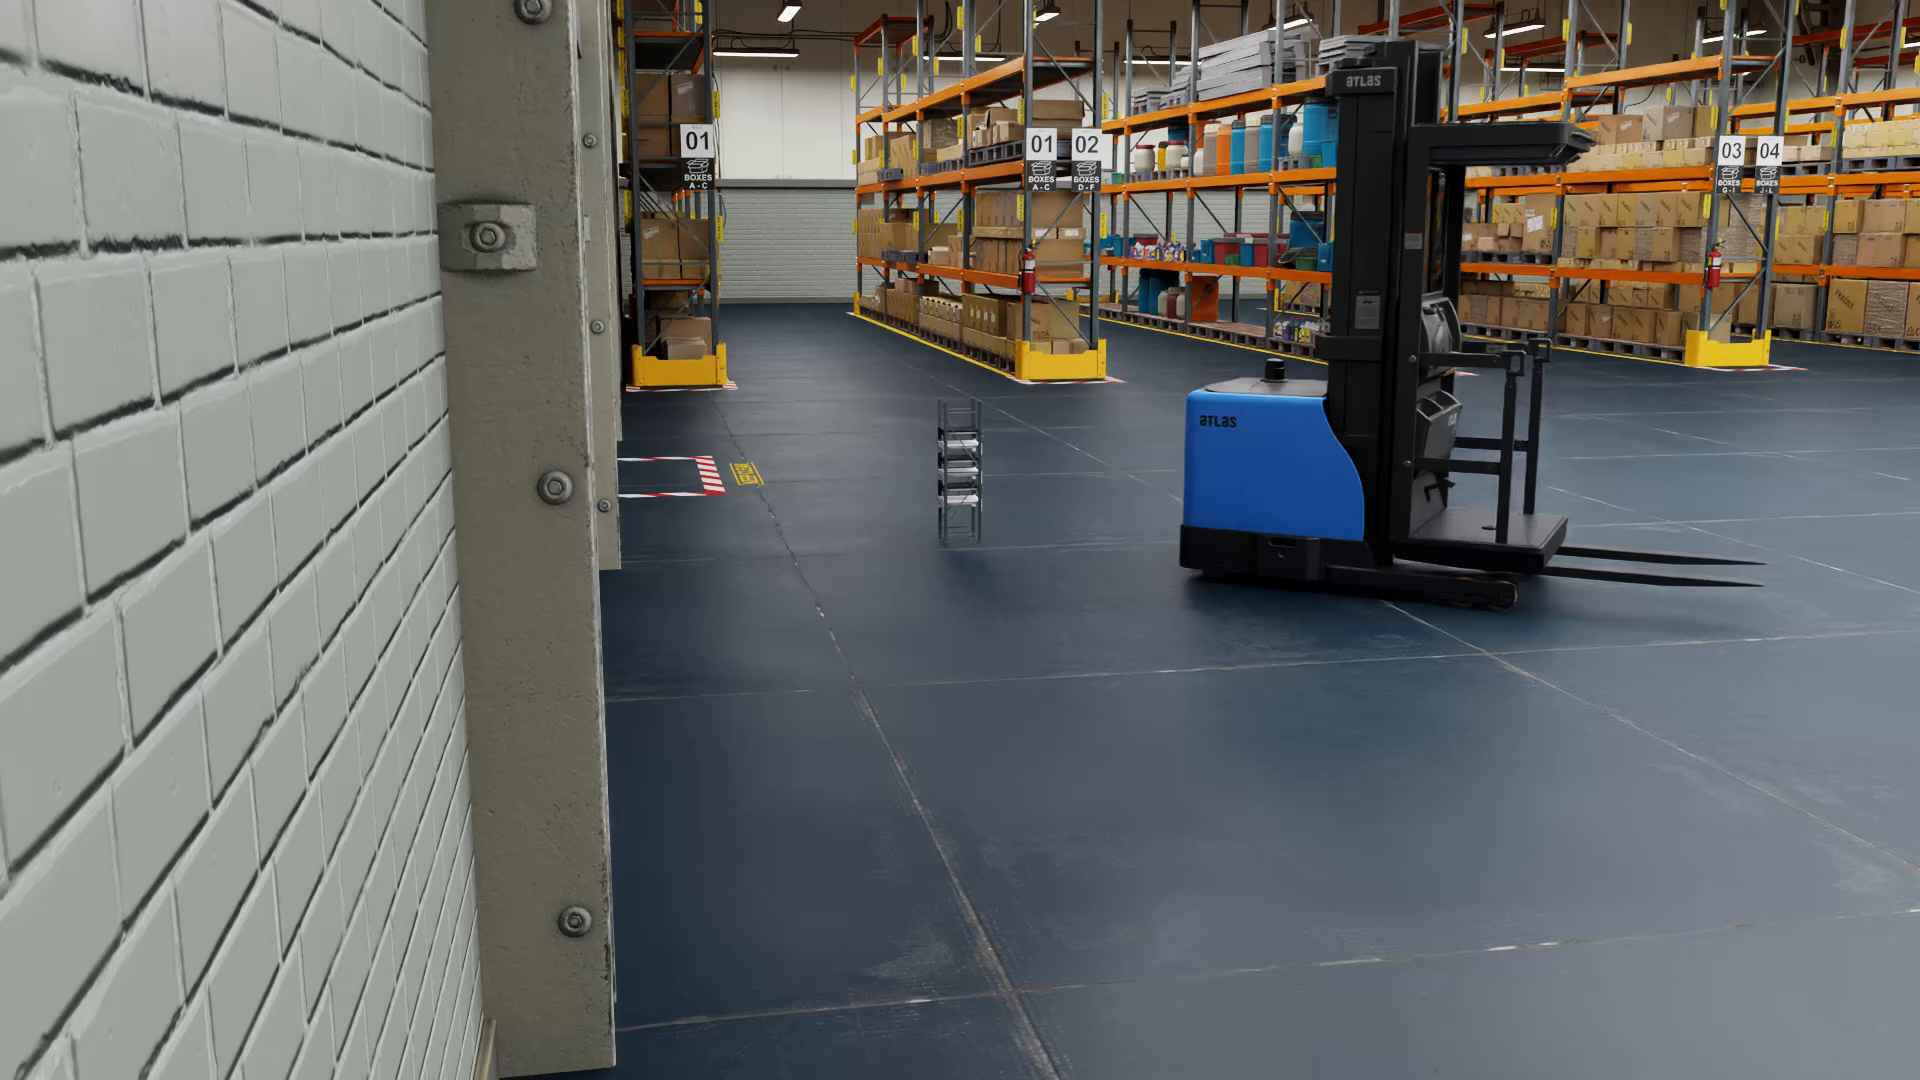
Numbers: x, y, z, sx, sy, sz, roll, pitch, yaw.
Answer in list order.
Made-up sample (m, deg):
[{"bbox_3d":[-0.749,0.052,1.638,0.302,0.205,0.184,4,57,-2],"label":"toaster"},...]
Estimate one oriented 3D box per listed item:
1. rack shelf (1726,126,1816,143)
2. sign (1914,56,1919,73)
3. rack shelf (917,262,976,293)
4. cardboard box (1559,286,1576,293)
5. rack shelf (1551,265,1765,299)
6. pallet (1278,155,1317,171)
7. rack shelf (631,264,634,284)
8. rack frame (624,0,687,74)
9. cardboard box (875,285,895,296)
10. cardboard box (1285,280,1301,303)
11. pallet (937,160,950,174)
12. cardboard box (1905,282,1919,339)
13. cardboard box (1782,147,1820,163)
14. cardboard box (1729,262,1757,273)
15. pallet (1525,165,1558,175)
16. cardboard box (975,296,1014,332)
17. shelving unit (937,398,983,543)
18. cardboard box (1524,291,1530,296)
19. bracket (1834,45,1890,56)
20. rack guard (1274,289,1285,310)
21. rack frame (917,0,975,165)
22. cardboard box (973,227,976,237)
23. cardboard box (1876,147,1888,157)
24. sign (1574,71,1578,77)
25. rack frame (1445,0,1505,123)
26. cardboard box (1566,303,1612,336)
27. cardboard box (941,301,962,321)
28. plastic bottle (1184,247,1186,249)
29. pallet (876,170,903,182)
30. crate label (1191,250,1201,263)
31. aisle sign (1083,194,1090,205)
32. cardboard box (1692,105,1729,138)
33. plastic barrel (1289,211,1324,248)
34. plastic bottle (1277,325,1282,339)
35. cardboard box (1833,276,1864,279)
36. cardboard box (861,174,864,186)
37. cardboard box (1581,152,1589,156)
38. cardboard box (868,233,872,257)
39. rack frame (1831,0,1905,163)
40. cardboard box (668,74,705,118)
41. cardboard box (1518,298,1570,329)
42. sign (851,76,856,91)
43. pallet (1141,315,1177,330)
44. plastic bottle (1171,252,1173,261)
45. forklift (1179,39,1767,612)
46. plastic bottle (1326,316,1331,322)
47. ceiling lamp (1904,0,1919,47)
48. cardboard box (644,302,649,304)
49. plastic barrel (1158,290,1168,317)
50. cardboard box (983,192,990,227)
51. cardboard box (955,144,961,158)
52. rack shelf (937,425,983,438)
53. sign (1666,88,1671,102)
[{"bbox_3d":[18.036,-9.303,38.499,1.077,0.370,4.000,-2,11,-11],"label":"rack shelf"},{"bbox_3d":[18.659,-9.268,32.401,0.100,0.325,0.005,-2,11,-11],"label":"sign"},{"bbox_3d":[0.153,-4.365,27.531,1.077,0.370,4.000,-2,11,-11],"label":"rack shelf"},{"bbox_3d":[13.264,-5.494,36.449,0.380,0.149,0.250,-2,11,-9],"label":"cardboard box"},{"bbox_3d":[10.649,-3.991,25.565,1.077,0.370,4.000,-2,11,-11],"label":"rack shelf"},{"bbox_3d":[5.637,-5.783,25.540,1.213,0.211,1.003,-2,11,-11],"label":"pallet"},{"bbox_3d":[-4.706,-4.184,26.581,1.077,0.370,4.000,-2,11,-11],"label":"rack shelf"},{"bbox_3d":[-5.094,-7.851,27.880,1.000,3.000,0.127,-2,11,-11],"label":"rack frame"},{"bbox_3d":[-1.385,-5.153,35.247,0.797,0.503,0.637,-2,11,-11],"label":"cardboard box"},{"bbox_3d":[8.129,-5.960,38.547,0.875,0.875,0.875,-2,11,-11],"label":"cardboard box"},{"bbox_3d":[0.204,-6.140,27.414,1.003,0.211,1.213,-2,11,-8],"label":"pallet"},{"bbox_3d":[15.553,-3.585,26.069,0.875,0.875,0.875,-2,11,-12],"label":"cardboard box"},{"bbox_3d":[14.689,-6.747,29.108,0.500,0.250,0.500,-2,11,-11],"label":"cardboard box"},{"bbox_3d":[11.216,-3.915,23.915,0.380,0.149,0.250,-2,11,-11],"label":"cardboard box"},{"bbox_3d":[10.244,-6.209,27.778,1.213,0.211,1.003,-2,11,-11],"label":"pallet"},{"bbox_3d":[0.520,-3.296,24.214,0.500,0.500,0.500,-2,11,-11],"label":"cardboard box"},{"bbox_3d":[-0.002,-0.444,10.620,0.258,0.900,0.210,-2,11,-11],"label":"shelving unit"},{"bbox_3d":[13.028,-5.581,37.704,0.380,0.149,0.250,-3,11,-14],"label":"cardboard box"},{"bbox_3d":[23.111,-12.131,40.740,0.076,0.066,4.783,-2,11,-11],"label":"bracket"},{"bbox_3d":[7.921,-5.688,39.246,1.175,0.500,0.348,-2,11,-11],"label":"rack guard"},{"bbox_3d":[-0.236,-8.032,28.830,1.000,3.000,0.127,-2,11,-11],"label":"rack frame"},{"bbox_3d":[0.404,-4.663,25.170,0.380,0.149,0.250,-2,11,-11],"label":"cardboard box"},{"bbox_3d":[15.030,-6.260,26.823,0.380,0.149,0.250,-2,11,-12],"label":"cardboard box"},{"bbox_3d":[13.053,-9.769,35.243,0.100,0.325,0.005,-2,11,-11],"label":"sign"},{"bbox_3d":[9.482,-8.392,30.719,1.000,3.000,0.127,-2,11,-11],"label":"rack frame"},{"bbox_3d":[10.298,-3.615,27.227,0.500,0.500,0.500,-2,11,-13],"label":"cardboard box"},{"bbox_3d":[-0.020,-3.733,27.019,0.500,0.311,0.500,-2,11,-11],"label":"cardboard box"},{"bbox_3d":[4.480,-5.650,32.690,0.152,0.276,0.135,-2,11,-11],"label":"plastic bottle"},{"bbox_3d":[-0.956,-7.078,32.340,1.213,0.211,1.003,-2,11,-11],"label":"pallet"},{"bbox_3d":[4.338,-5.091,29.872,0.303,0.233,0.416,-2,11,-11],"label":"crate label"},{"bbox_3d":[2.762,-8.011,37.812,0.394,0.787,0.004,-2,11,-11],"label":"aisle sign"},{"bbox_3d":[11.014,-6.174,24.689,0.500,0.500,0.500,-2,11,-11],"label":"cardboard box"},{"bbox_3d":[5.623,-4.859,26.862,0.600,0.901,0.708,-2,11,-11],"label":"plastic barrel"},{"bbox_3d":[5.053,-3.279,26.211,0.097,0.201,0.097,0,11,0],"label":"plastic bottle"},{"bbox_3d":[18.980,-5.261,34.874,0.875,0.875,0.875,-2,11,-10],"label":"cardboard box"},{"bbox_3d":[-1.857,-7.757,35.805,0.500,0.250,0.500,-2,11,-11],"label":"cardboard box"},{"bbox_3d":[10.139,-6.190,26.506,0.380,0.149,0.250,-3,11,-14],"label":"cardboard box"},{"bbox_3d":[-1.669,-6.232,35.150,0.500,0.500,0.500,-2,11,-10],"label":"cardboard box"},{"bbox_3d":[15.145,-7.820,27.715,1.000,3.000,0.127,-2,11,-11],"label":"rack frame"},{"bbox_3d":[-3.375,-5.540,20.764,0.500,0.500,0.500,-3,11,-15],"label":"cardboard box"},{"bbox_3d":[10.087,-3.901,28.677,0.700,0.500,0.500,-2,11,-11],"label":"cardboard box"},{"bbox_3d":[-2.324,-9.977,36.340,0.100,0.325,0.005,-2,11,-11],"label":"sign"},{"bbox_3d":[4.195,-4.261,32.519,1.003,0.211,1.213,-2,11,-11],"label":"pallet"},{"bbox_3d":[4.020,-5.343,31.279,0.097,0.201,0.097,0,11,0],"label":"plastic bottle"},{"bbox_3d":[2.814,-1.176,9.037,3.031,2.935,1.130,5,12,26],"label":"forklift"},{"bbox_3d":[5.809,-3.338,26.120,0.144,0.351,0.185,-2,11,-13],"label":"plastic bottle"},{"bbox_3d":[21.300,-12.301,35.645,0.800,3.185,2.000,-2,11,-11],"label":"ceiling lamp"},{"bbox_3d":[-4.917,-3.664,27.431,0.700,0.500,0.500,-2,11,-11],"label":"cardboard box"},{"bbox_3d":[4.094,-4.645,32.610,0.421,0.512,0.421,0,11,0],"label":"plastic barrel"},{"bbox_3d":[0.734,-4.864,24.493,0.700,0.500,0.500,-2,11,-11],"label":"cardboard box"},{"bbox_3d":[0.230,-6.311,27.085,0.500,0.250,0.500,-3,11,-16],"label":"cardboard box"},{"bbox_3d":[-0.002,-0.676,10.576,0.258,0.077,0.200,-2,11,-11],"label":"rack shelf"},{"bbox_3d":[17.101,-10.737,40.119,0.100,0.325,0.005,-2,11,-11],"label":"sign"}]
